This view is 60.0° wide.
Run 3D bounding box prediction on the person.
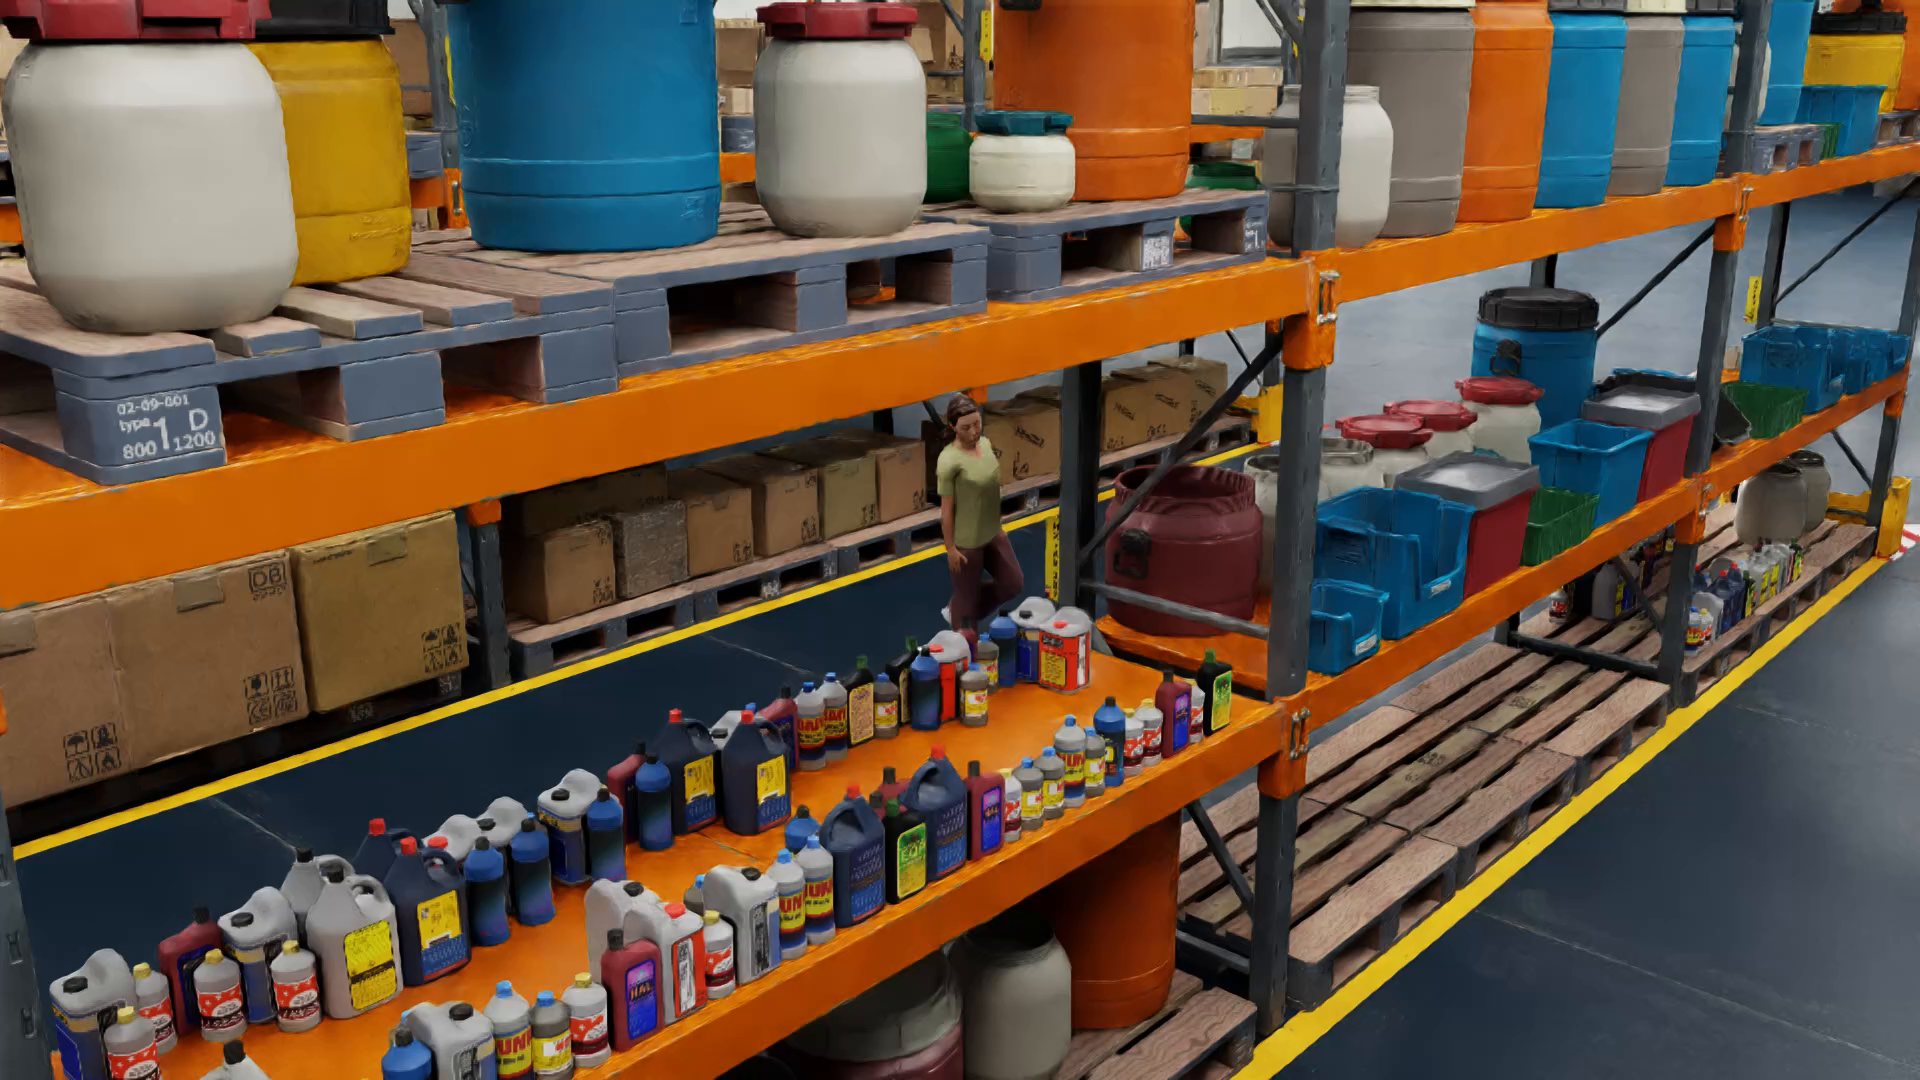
[{"bbox_3d":[0.022,-0.036,9.195,0.513,1.639,0.559,14,22,39],"label":"person"}]
